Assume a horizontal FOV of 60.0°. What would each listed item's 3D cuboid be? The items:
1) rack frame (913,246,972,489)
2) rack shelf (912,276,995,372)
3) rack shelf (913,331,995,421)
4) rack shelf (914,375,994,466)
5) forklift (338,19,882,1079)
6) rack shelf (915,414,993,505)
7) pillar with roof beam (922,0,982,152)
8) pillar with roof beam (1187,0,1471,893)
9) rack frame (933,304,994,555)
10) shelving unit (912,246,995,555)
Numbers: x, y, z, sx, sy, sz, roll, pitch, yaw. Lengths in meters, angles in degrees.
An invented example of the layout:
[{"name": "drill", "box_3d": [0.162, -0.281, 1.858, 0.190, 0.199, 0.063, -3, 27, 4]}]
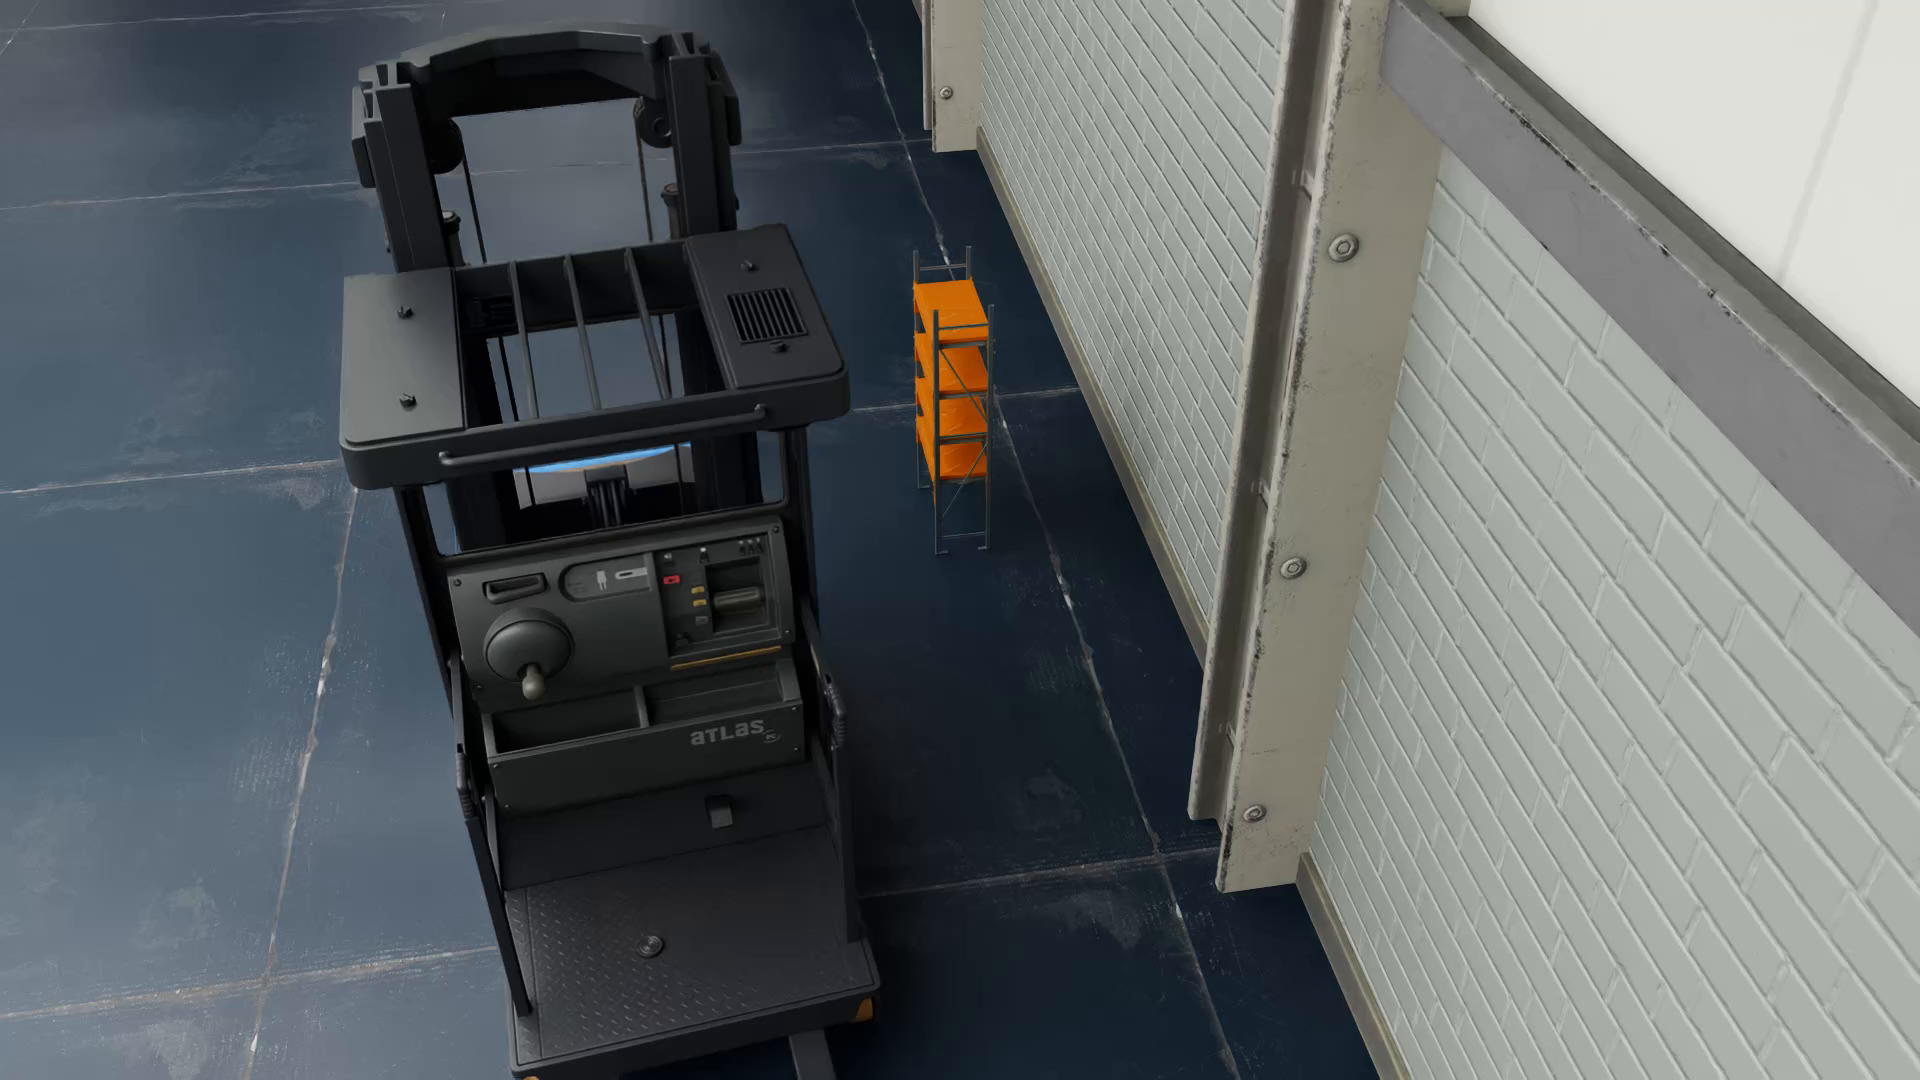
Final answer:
[{"name": "rack frame", "box_3d": [-0.072, -0.721, 7.200, 0.240, 1.200, 0.015, -6, 38, -8]}, {"name": "rack shelf", "box_3d": [-0.029, -0.884, 6.770, 0.258, 0.148, 0.480, -6, 38, -8]}, {"name": "rack shelf", "box_3d": [-0.029, -0.697, 6.915, 0.258, 0.148, 0.480, -6, 38, -8]}, {"name": "rack shelf", "box_3d": [-0.029, -0.521, 7.052, 0.258, 0.148, 0.480, -6, 38, -8]}, {"name": "forklift", "box_3d": [-0.882, 0.266, 4.518, 1.130, 2.935, 3.031, -10, 39, -12]}, {"name": "rack shelf", "box_3d": [-0.029, -0.364, 7.174, 0.258, 0.148, 0.480, -6, 38, -8]}, {"name": "pillar with roof beam", "box_3d": [-4.285, -5.642, 7.177, 9.100, 9.000, 0.400, -6, 38, -8]}, {"name": "pillar with roof beam", "box_3d": [-3.233, -2.018, 2.512, 9.100, 9.000, 0.400, -6, 38, -8]}, {"name": "rack frame", "box_3d": [0.014, -0.426, 6.821, 0.240, 1.200, 0.015, -6, 38, -8]}, {"name": "shelving unit", "box_3d": [-0.029, -0.574, 7.011, 0.258, 1.200, 0.503, -6, 38, -8]}]
